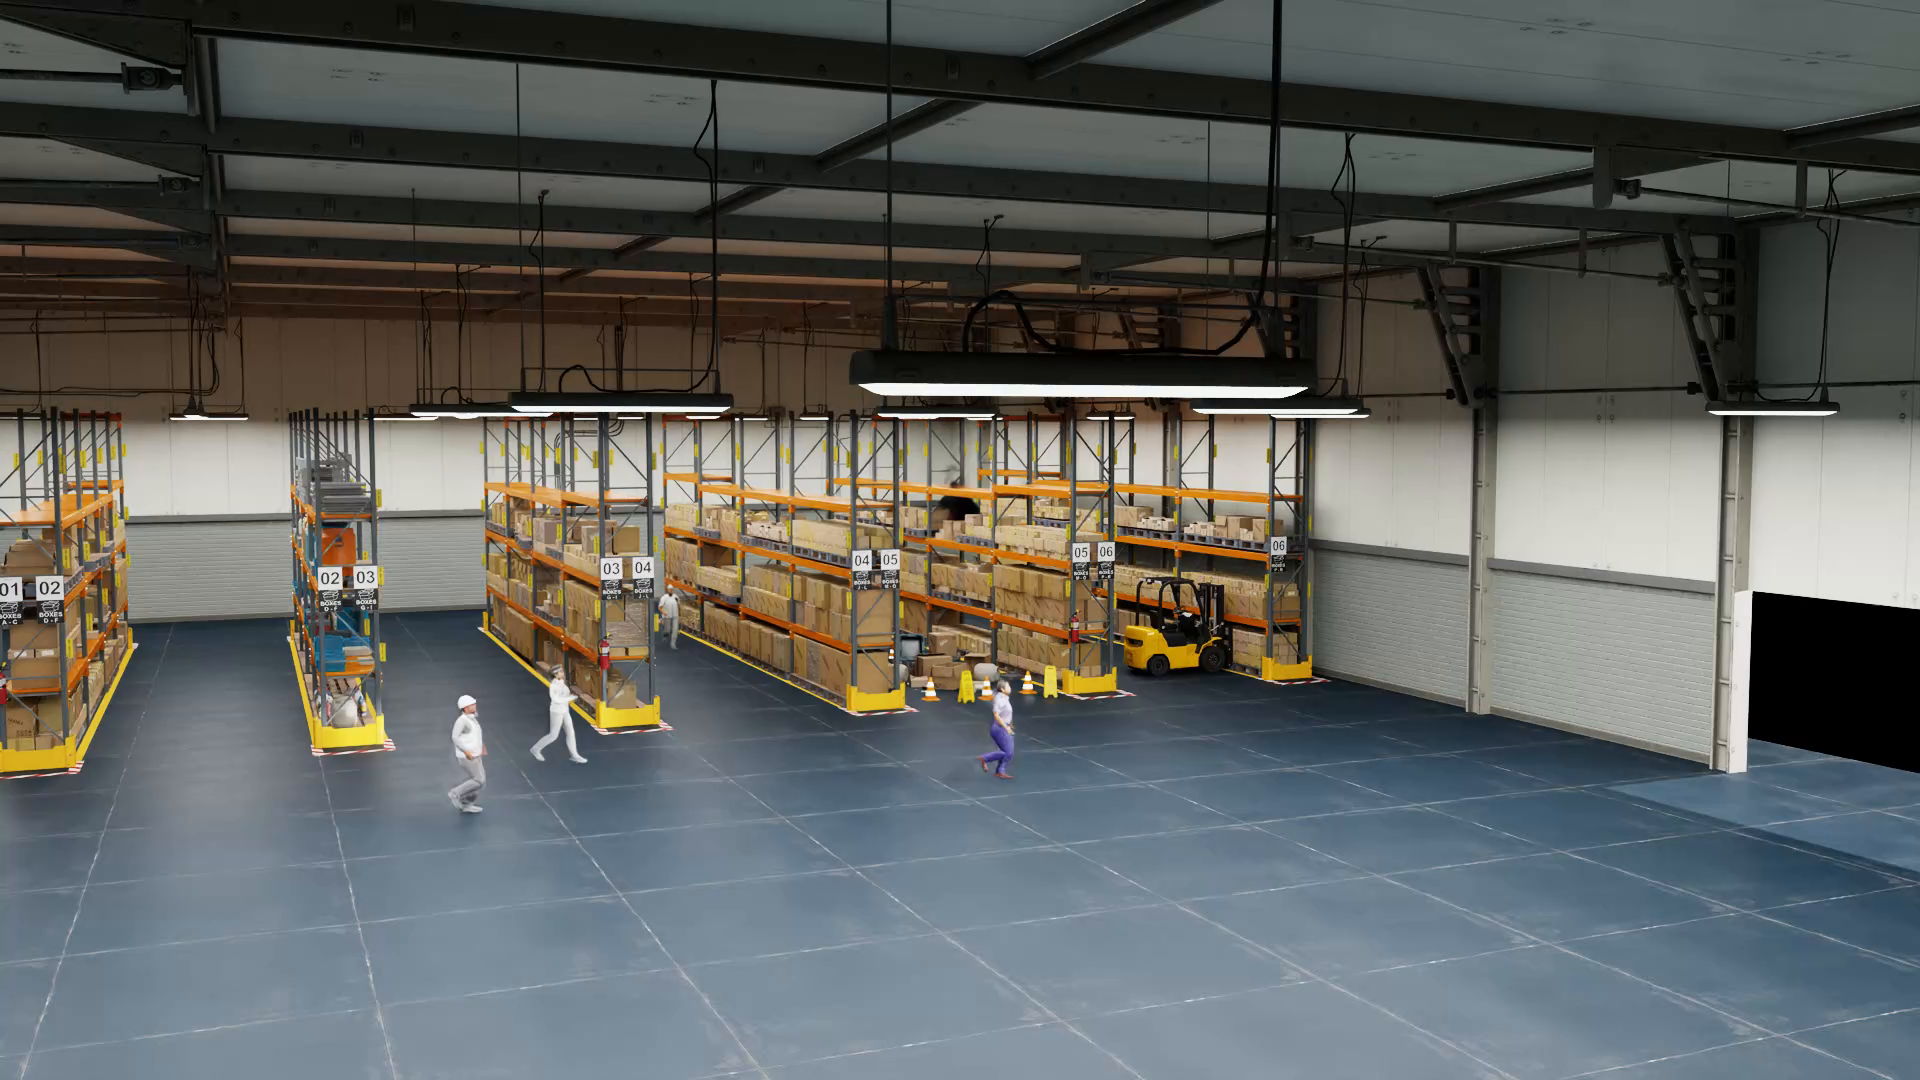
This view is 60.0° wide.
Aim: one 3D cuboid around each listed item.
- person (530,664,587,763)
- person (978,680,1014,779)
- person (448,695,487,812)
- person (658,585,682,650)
[{"bbox_3d":[-6.733,2.907,27.862,0.939,1.673,0.575,0,4,5],"label":"person"},{"bbox_3d":[0.586,3.071,26.812,0.585,1.581,0.593,0,4,1],"label":"person"},{"bbox_3d":[-7.240,3.147,24.438,0.535,1.735,0.656,0,4,-1],"label":"person"},{"bbox_3d":[-7.349,1.957,42.312,0.622,1.625,0.764,-2,4,-24],"label":"person"}]
